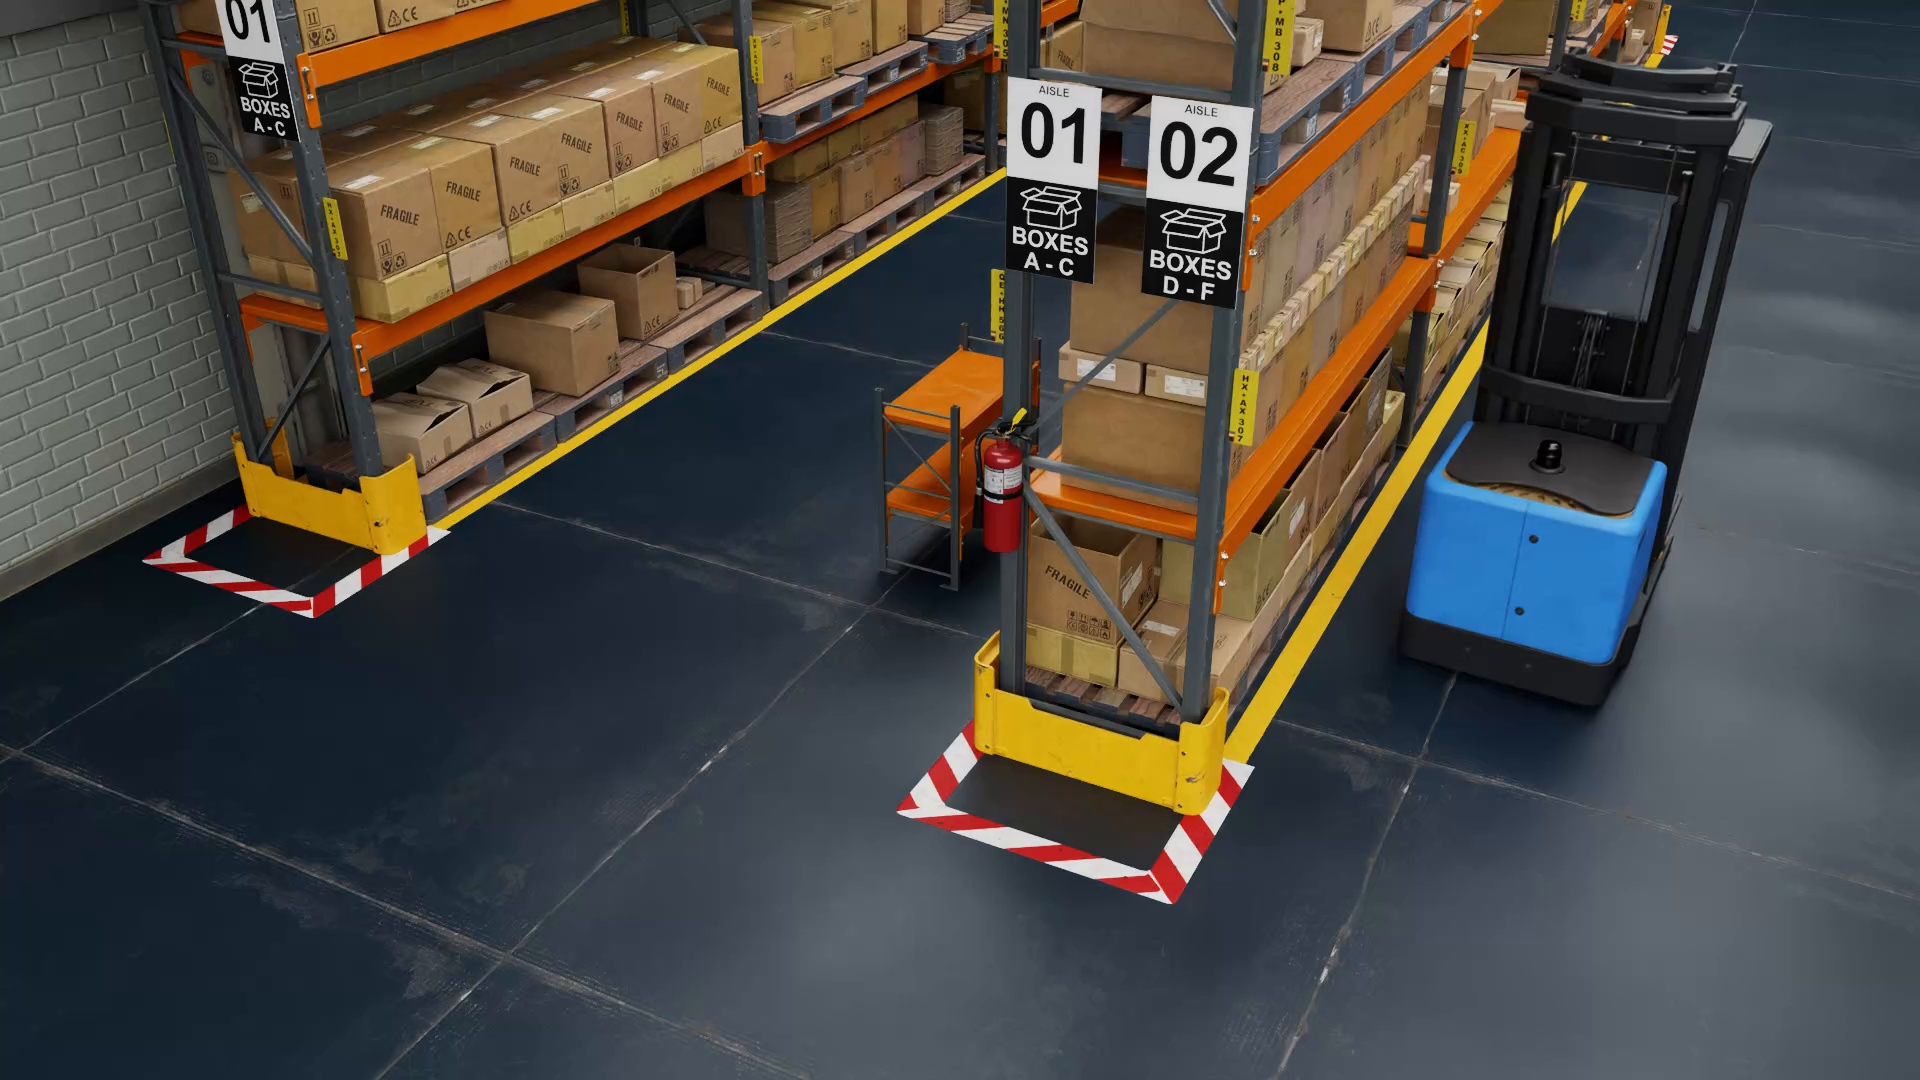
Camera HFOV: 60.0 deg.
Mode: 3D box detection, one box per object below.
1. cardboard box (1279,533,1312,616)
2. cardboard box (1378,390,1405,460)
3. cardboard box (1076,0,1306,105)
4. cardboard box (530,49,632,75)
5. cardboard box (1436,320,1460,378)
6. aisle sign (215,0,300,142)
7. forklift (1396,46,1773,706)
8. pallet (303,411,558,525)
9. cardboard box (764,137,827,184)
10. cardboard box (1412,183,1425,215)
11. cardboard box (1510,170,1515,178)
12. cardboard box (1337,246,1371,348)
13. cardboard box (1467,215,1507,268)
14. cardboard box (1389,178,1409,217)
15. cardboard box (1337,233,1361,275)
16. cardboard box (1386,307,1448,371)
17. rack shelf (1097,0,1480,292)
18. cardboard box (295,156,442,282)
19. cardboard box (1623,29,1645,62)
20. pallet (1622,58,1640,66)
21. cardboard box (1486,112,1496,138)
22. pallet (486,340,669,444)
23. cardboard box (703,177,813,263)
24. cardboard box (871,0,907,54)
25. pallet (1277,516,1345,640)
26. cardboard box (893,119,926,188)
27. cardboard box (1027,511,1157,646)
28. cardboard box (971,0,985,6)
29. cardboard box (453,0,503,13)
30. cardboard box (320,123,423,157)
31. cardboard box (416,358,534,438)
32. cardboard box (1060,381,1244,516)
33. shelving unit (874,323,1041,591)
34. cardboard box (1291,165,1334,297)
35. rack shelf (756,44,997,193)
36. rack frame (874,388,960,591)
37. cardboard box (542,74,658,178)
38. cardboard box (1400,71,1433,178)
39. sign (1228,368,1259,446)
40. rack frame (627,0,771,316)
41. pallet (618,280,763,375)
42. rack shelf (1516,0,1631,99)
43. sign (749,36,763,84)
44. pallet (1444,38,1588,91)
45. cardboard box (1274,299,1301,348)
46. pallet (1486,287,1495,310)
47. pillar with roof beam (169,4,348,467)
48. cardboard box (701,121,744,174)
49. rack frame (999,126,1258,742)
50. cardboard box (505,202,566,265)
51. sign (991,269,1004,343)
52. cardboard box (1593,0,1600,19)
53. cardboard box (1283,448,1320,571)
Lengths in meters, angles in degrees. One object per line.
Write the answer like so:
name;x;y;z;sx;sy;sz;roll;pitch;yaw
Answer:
cardboard box;1.550;0.125;8.860;0.500;0.250;0.500;14;33;23
cardboard box;2.460;-0.762;10.404;0.500;0.250;0.500;14;33;23
cardboard box;0.920;-2.096;6.710;0.797;0.503;0.637;17;34;27
cardboard box;-2.573;-3.029;11.390;0.500;0.500;0.500;14;33;23
cardboard box;3.115;-1.366;11.456;0.500;0.250;0.500;15;33;24
aisle sign;-3.522;-2.404;8.313;0.394;0.787;0.004;14;33;23
forklift;3.429;-1.158;8.824;1.130;2.935;3.031;16;33;25
pallet;-3.320;-0.553;10.501;1.003;0.211;1.213;14;33;23
cardboard box;-1.416;-3.108;13.465;0.500;0.250;0.500;14;33;22
cardboard box;2.663;-2.191;10.703;0.500;0.250;0.500;17;34;26
cardboard box;4.761;-3.044;14.108;0.500;0.500;0.500;16;33;25
cardboard box;1.814;-1.416;9.103;0.700;0.500;0.500;15;33;24
cardboard box;3.817;-2.291;12.503;0.500;0.311;0.500;14;33;23
cardboard box;2.312;-1.957;9.394;0.380;0.149;0.250;13;32;22
cardboard box;1.846;-1.502;8.602;0.380;0.149;0.250;15;33;25
cardboard box;2.887;-1.387;10.930;0.500;0.311;0.500;14;33;23
rack shelf;1.566;-2.130;8.157;1.077;0.370;4.000;14;33;23
cardboard box;-3.272;-1.789;9.230;0.500;0.500;0.500;14;33;23
cardboard box;7.456;-5.634;18.869;0.500;0.250;0.500;14;33;23
pallet;6.990;-5.212;18.614;1.003;0.211;1.213;14;33;23
cardboard box;3.769;-3.114;12.412;0.380;0.149;0.250;17;34;27
pallet;-2.763;-1.092;11.439;1.003;0.211;1.213;14;33;23
cardboard box;-1.614;-2.586;13.310;0.700;0.500;0.500;15;33;25
cardboard box;-0.865;-4.389;13.839;0.700;0.500;0.500;14;33;23
pallet;1.523;0.068;9.420;1.003;0.211;1.213;14;33;23
cardboard box;-0.732;-3.497;14.895;0.700;0.500;0.500;14;33;23
cardboard box;0.634;0.126;8.105;0.500;0.500;0.500;14;33;23
cardboard box;0.337;-5.261;15.480;0.500;0.500;0.500;15;33;25
cardboard box;-2.872;-3.282;9.320;0.500;0.500;0.500;16;33;26
cardboard box;-3.493;-2.123;9.813;0.500;0.500;0.500;15;33;24
cardboard box;-3.102;-0.940;10.633;0.500;0.311;0.500;17;34;27
cardboard box;0.879;-0.502;7.511;0.700;0.500;0.500;14;33;23
shelving unit;0.003;-0.491;9.475;0.538;1.125;1.048;14;33;23
cardboard box;1.367;-1.546;8.026;0.700;0.500;0.500;14;33;23
rack shelf;-1.023;-3.724;13.946;1.077;0.370;4.000;14;33;23
rack frame;-0.228;-0.265;9.083;0.500;1.125;0.032;14;33;23
cardboard box;-2.336;-2.695;10.809;0.500;0.500;0.500;13;32;22
cardboard box;2.281;-2.435;9.575;0.700;0.500;0.500;14;33;24
sign;1.146;-0.535;6.721;0.100;0.325;0.005;14;33;23
rack frame;-1.934;-3.150;12.222;1.000;3.000;0.127;14;33;23
pallet;-2.209;-1.635;12.384;1.003;0.211;1.213;14;33;23
rack shelf;5.210;-4.375;15.079;1.077;0.370;4.000;14;33;23
sign;-1.448;-3.405;11.798;0.100;0.325;0.005;14;33;23
pallet;4.546;-4.034;13.955;1.213;0.211;1.003;14;33;23
cardboard box;1.375;-1.043;7.803;0.380;0.149;0.250;14;33;23
pallet;3.890;-2.235;13.431;1.003;0.211;1.213;14;33;23
pillar with roof beam;-0.375;-3.508;6.822;9.100;9.000;0.400;14;33;23
cardboard box;-1.880;-2.814;11.769;0.500;0.250;0.500;14;33;23
rack frame;0.655;-0.254;7.181;1.000;3.000;0.127;14;33;23
cardboard box;-2.790;-1.922;10.216;0.500;0.250;0.500;14;33;23
sign;0.178;-0.988;7.058;0.100;0.325;0.005;14;33;23
cardboard box;5.372;-5.002;14.927;0.700;0.500;0.500;6;30;11
cardboard box;1.540;-0.203;8.678;0.500;0.500;0.500;14;33;23
